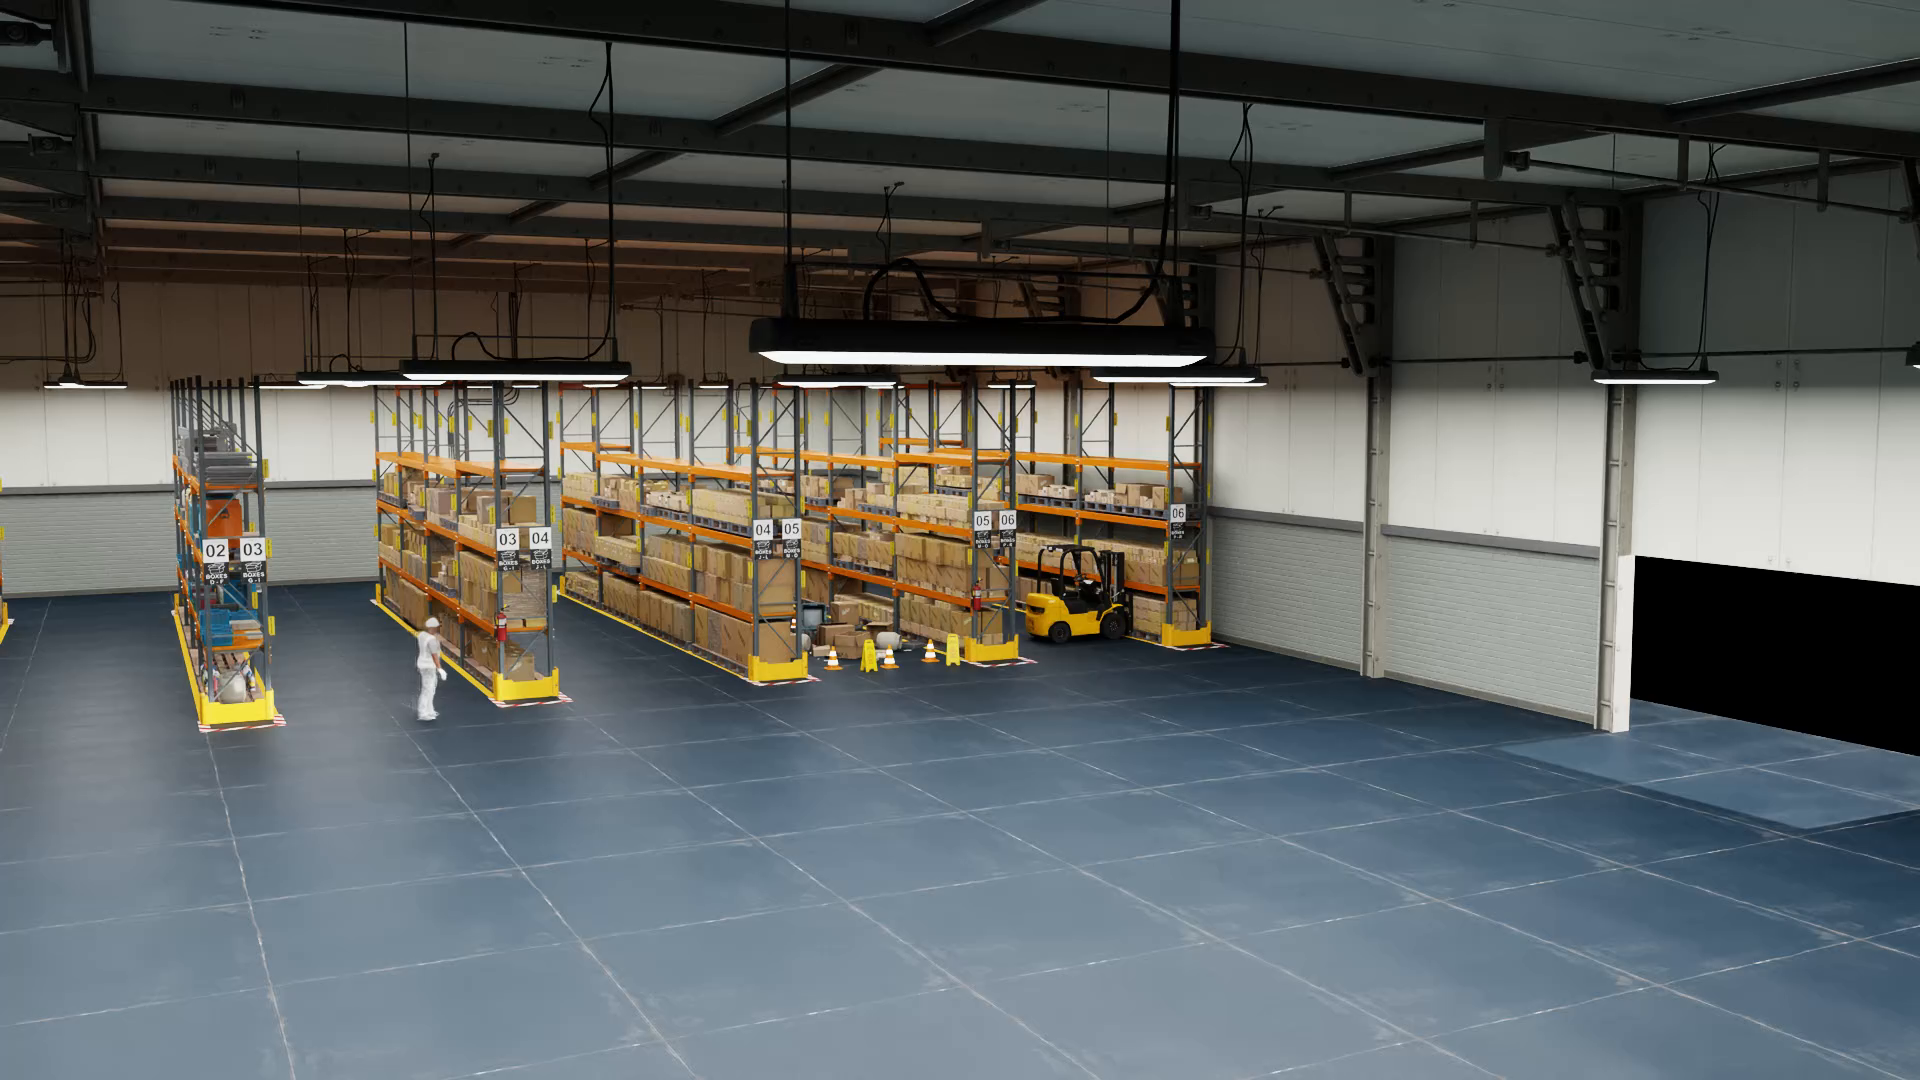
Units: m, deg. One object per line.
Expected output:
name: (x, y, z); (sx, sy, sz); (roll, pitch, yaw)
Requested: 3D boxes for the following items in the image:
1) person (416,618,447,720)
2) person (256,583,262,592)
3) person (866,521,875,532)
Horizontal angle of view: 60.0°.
person: (-9.305, 2.258, 29.191); (0.484, 1.805, 0.718); (-3, 6, -26)
person: (-20.051, 0.716, 47.337); (0.557, 1.577, 0.435); (-1, 5, -12)
person: (-2.885, 0.223, 52.835); (0.551, 1.637, 0.472); (0, 5, 4)
